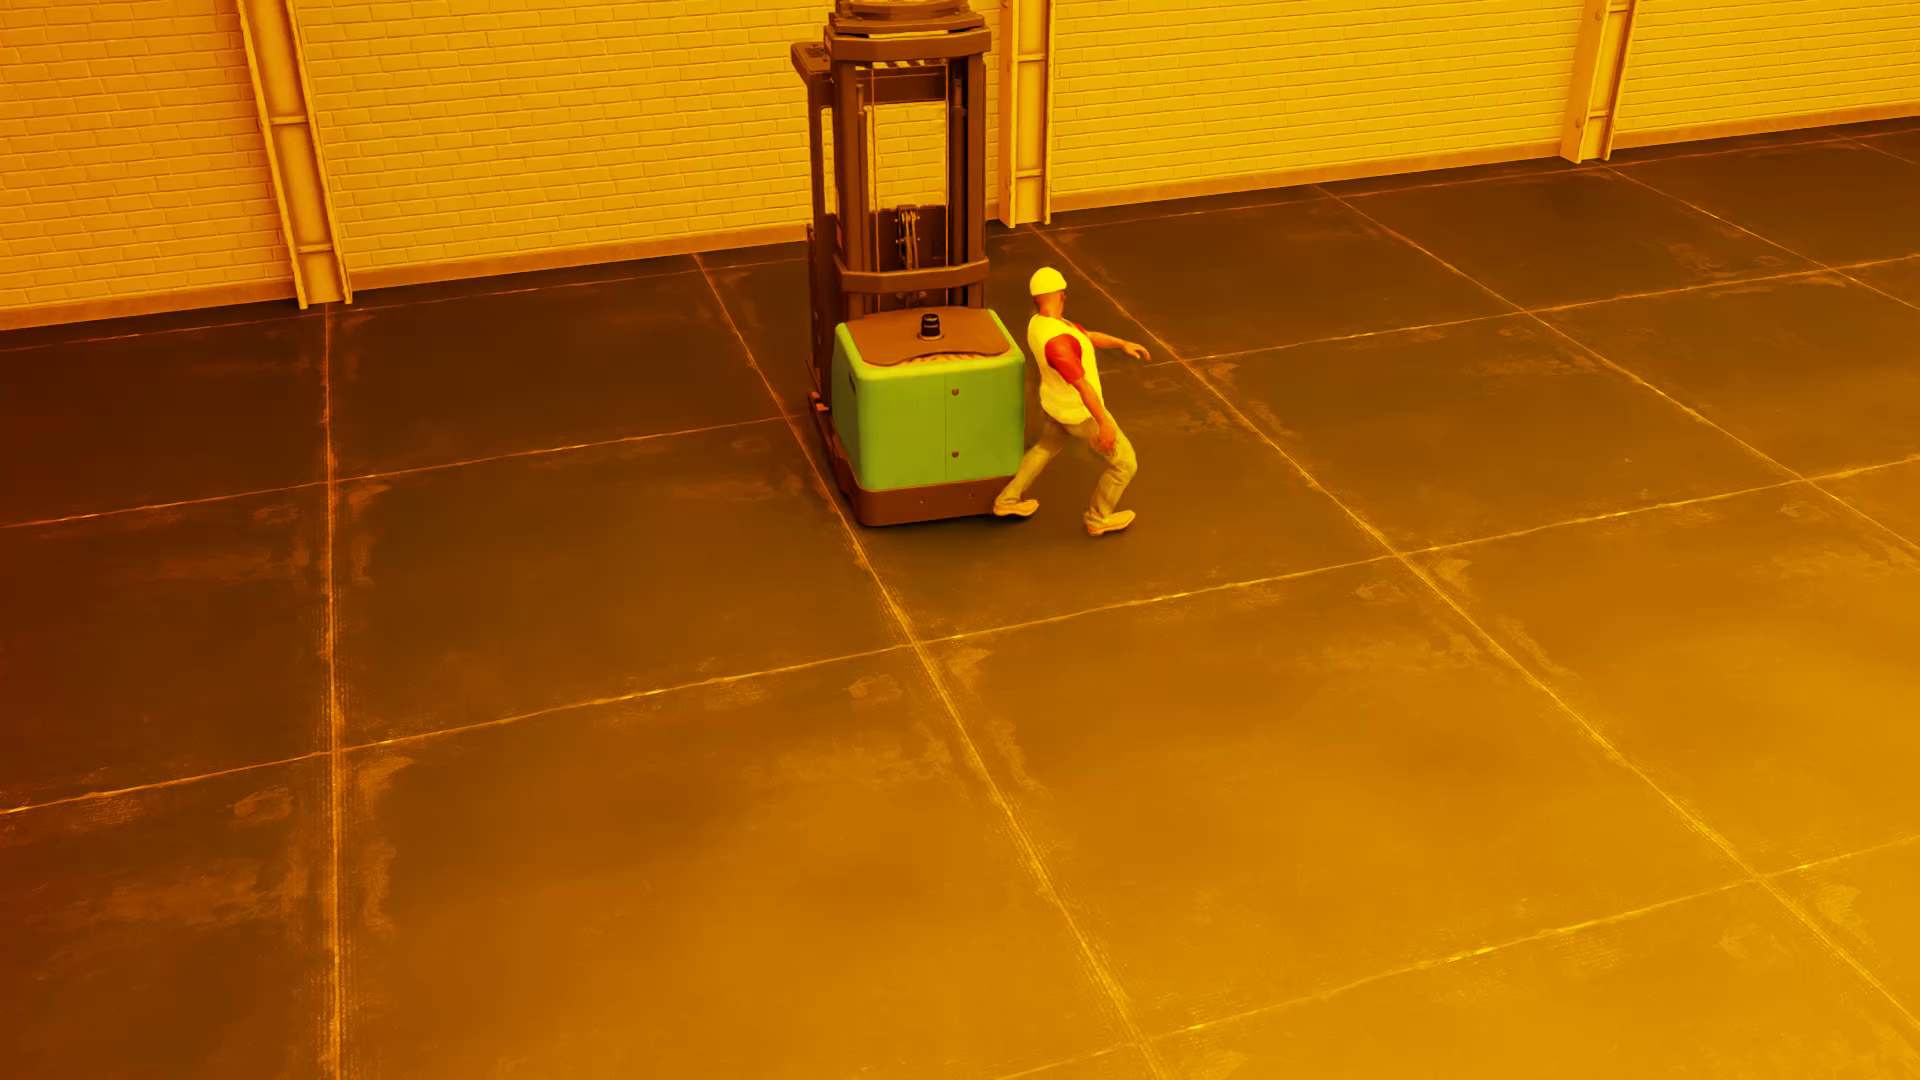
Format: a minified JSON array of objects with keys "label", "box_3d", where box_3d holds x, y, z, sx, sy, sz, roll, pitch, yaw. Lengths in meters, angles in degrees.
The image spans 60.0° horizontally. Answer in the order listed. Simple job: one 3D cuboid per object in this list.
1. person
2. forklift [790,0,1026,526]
[{"label":"person","box_3d":[0.714,-0.771,9.736,0.850,1.634,0.799,-14,33,-23]},{"label":"forklift","box_3d":[-0.438,-2.074,10.693,1.130,2.935,3.031,-7,31,-12]}]
